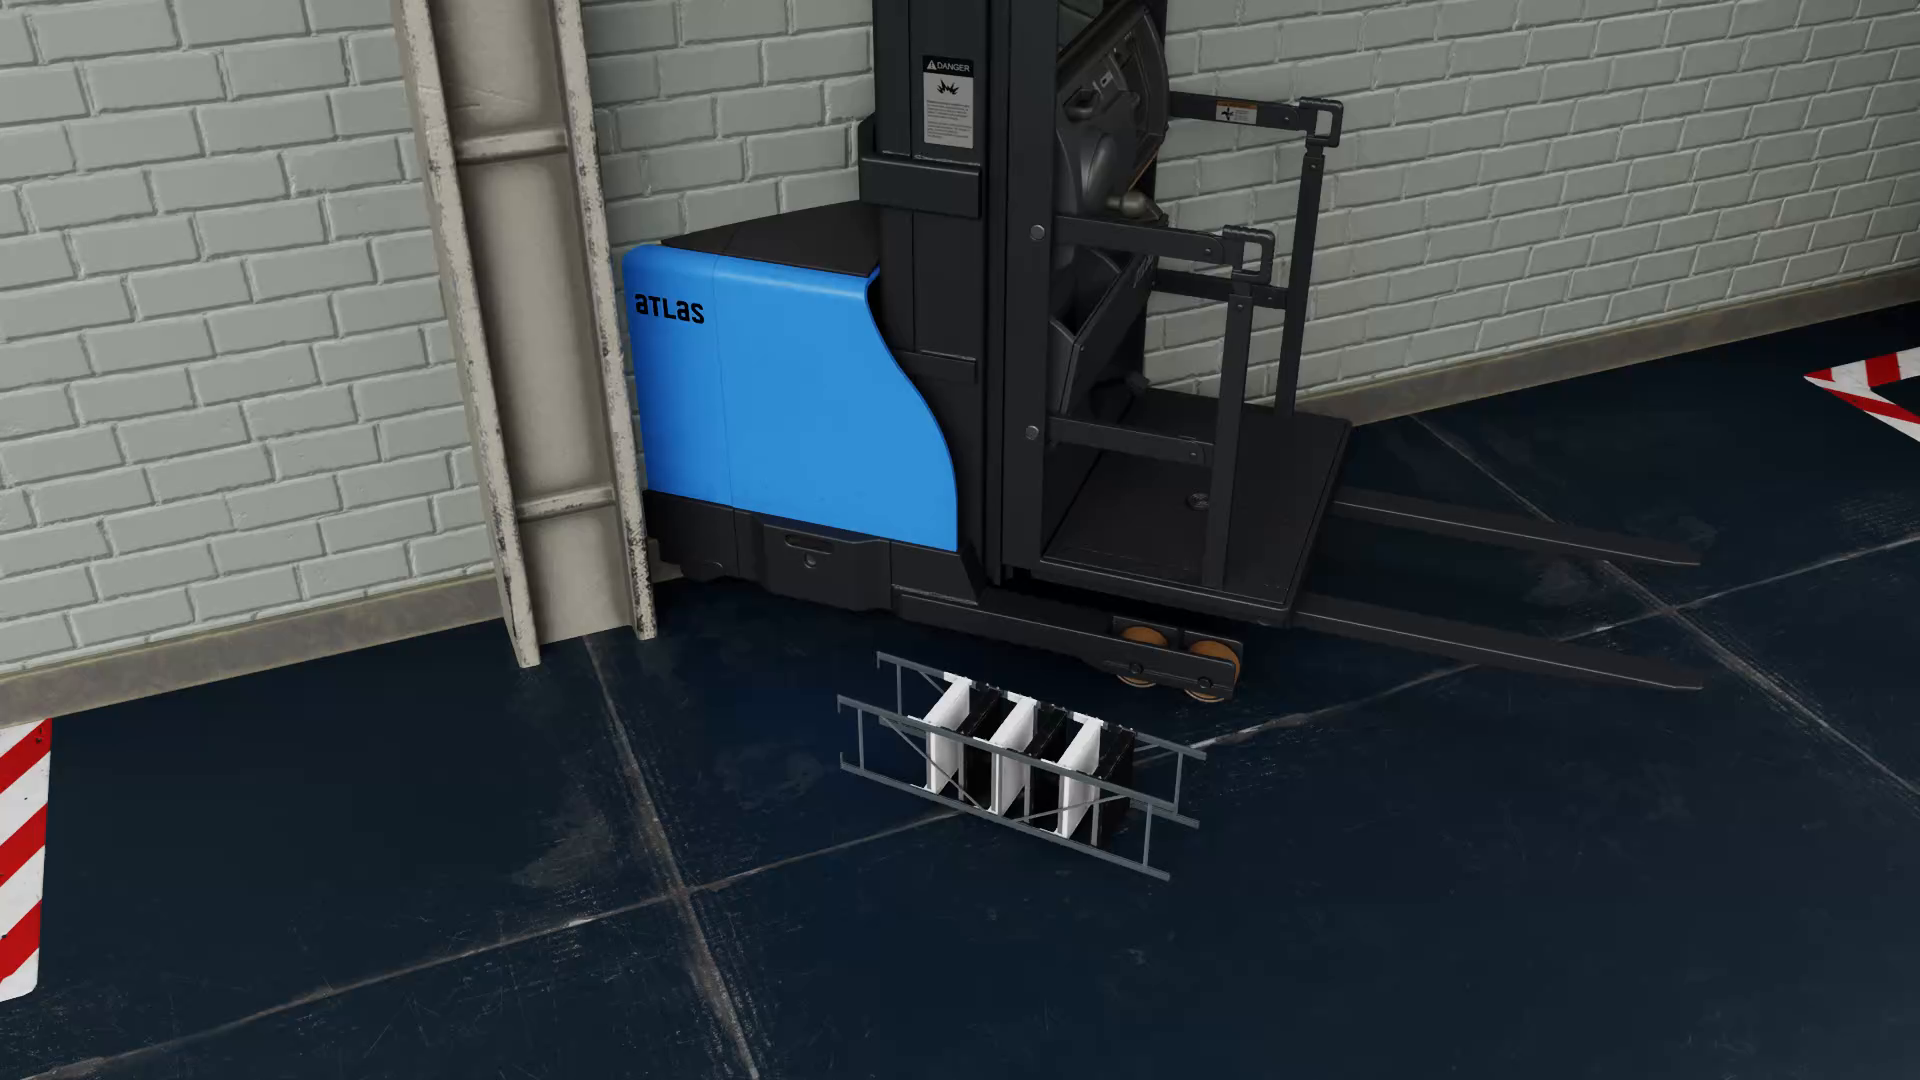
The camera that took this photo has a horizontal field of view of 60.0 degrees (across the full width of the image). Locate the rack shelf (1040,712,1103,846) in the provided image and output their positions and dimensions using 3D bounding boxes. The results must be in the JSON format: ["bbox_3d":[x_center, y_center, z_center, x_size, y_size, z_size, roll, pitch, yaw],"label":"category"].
[{"bbox_3d":[0.272,0.586,4.080,0.077,0.258,0.200,15,36,22],"label":"rack shelf"}]

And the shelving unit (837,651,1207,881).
[{"bbox_3d":[0.141,0.550,4.135,0.900,0.258,0.210,15,36,22],"label":"shelving unit"}]

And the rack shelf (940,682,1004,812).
[{"bbox_3d":[0.031,0.519,4.182,0.077,0.258,0.200,15,36,22],"label":"rack shelf"}]

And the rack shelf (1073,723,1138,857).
[{"bbox_3d":[0.353,0.608,4.046,0.077,0.258,0.200,15,36,22],"label":"rack shelf"}]

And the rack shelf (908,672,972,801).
[{"bbox_3d":[-0.049,0.497,4.216,0.077,0.258,0.200,15,36,22],"label":"rack shelf"}]

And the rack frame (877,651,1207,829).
[{"bbox_3d":[0.187,0.500,4.212,0.900,0.240,0.006,15,36,22],"label":"rack frame"}]

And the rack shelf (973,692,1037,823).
[{"bbox_3d":[0.112,0.541,4.148,0.077,0.258,0.200,15,36,22],"label":"rack shelf"}]

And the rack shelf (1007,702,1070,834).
[{"bbox_3d":[0.192,0.564,4.114,0.077,0.258,0.200,15,36,22],"label":"rack shelf"}]

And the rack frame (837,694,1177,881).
[{"bbox_3d":[0.095,0.599,4.059,0.900,0.240,0.006,15,36,22],"label":"rack frame"}]

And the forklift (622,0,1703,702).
[{"bbox_3d":[0.590,-1.111,4.271,3.031,2.935,1.130,11,35,17],"label":"forklift"}]
